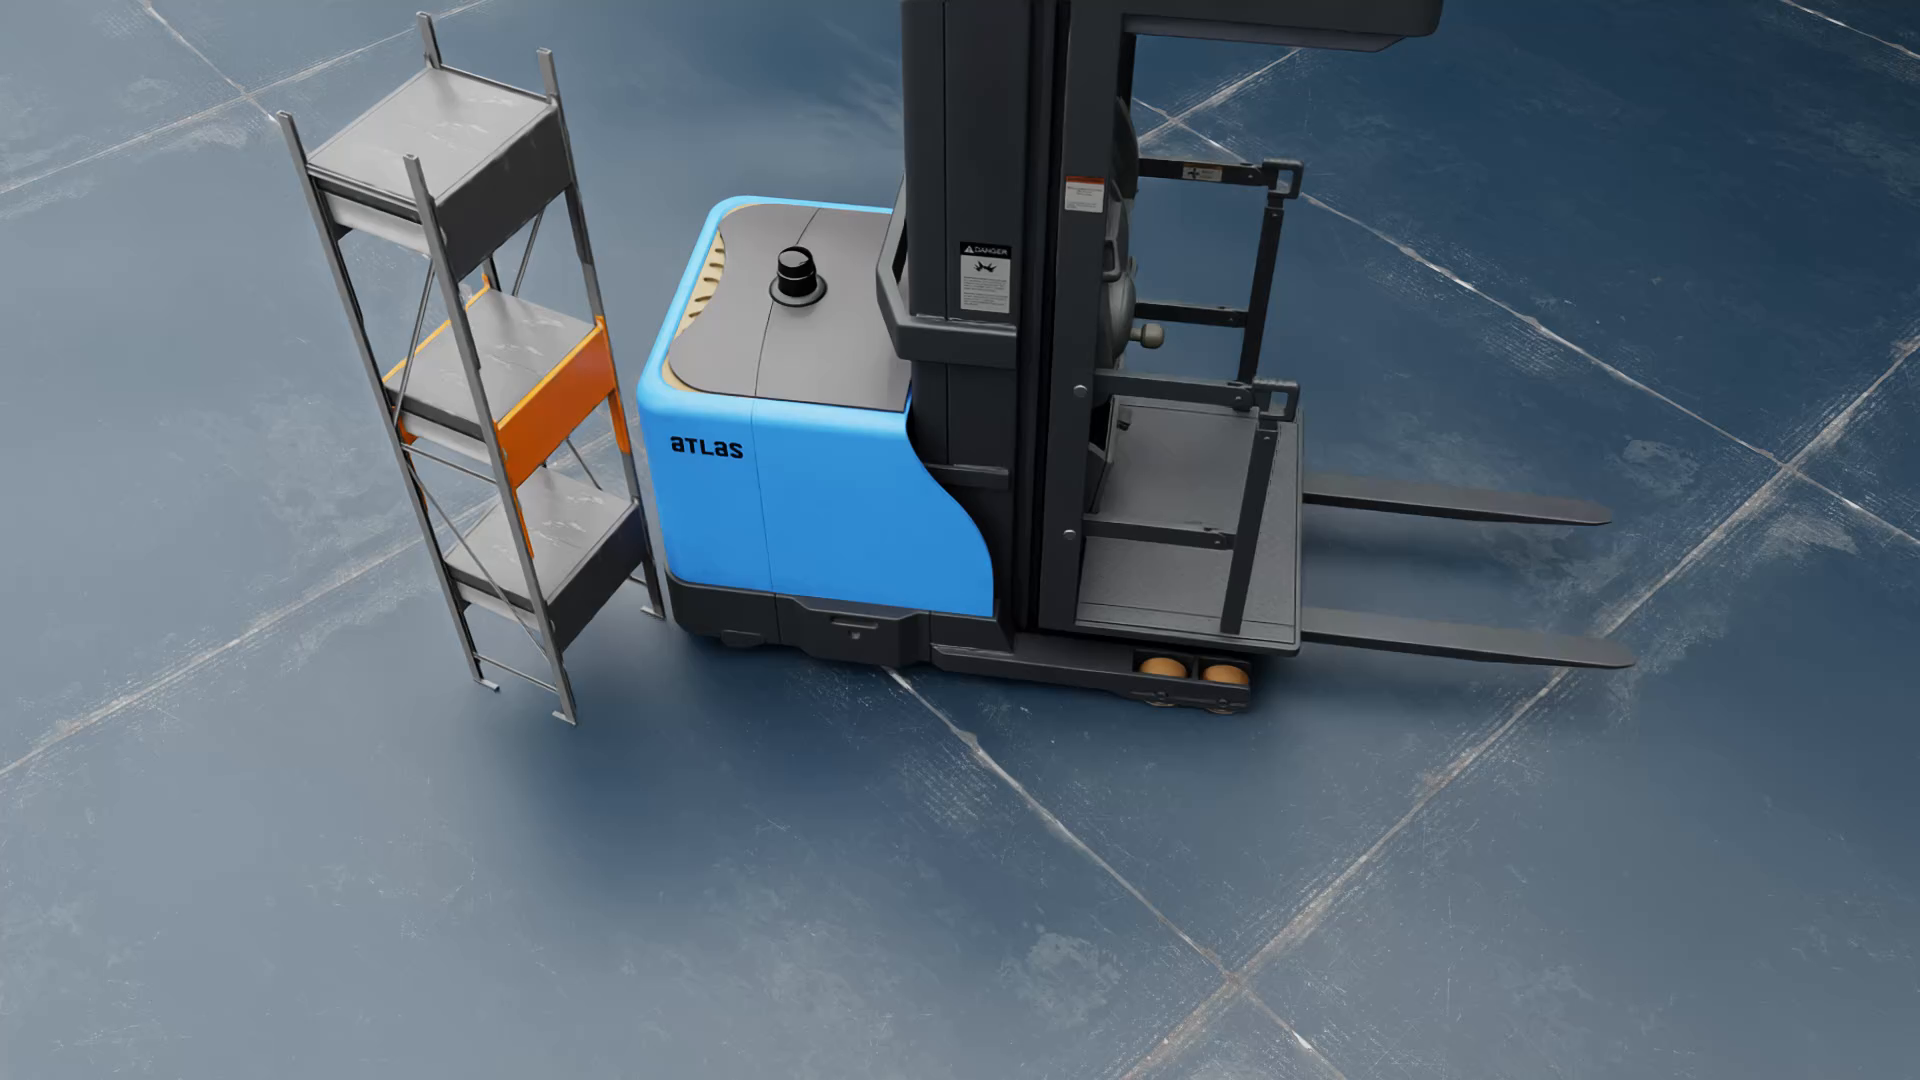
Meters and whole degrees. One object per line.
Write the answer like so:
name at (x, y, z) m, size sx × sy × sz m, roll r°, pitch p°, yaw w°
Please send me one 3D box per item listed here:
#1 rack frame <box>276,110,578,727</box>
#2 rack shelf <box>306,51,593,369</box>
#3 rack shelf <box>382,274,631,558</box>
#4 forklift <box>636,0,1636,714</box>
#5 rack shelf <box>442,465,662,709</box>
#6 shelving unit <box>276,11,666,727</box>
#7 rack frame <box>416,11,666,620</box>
rack frame at (-1.379, -0.199, 4.505) m, size 0.400 × 2.100 × 0.015 m, roll 21°, pitch 51°, yaw 18°
rack shelf at (-1.267, -0.824, 4.148) m, size 0.431 × 0.518 × 0.480 m, roll 21°, pitch 51°, yaw 18°
rack shelf at (-1.267, -0.349, 4.662) m, size 0.431 × 0.518 × 0.480 m, roll 21°, pitch 51°, yaw 18°
forklift at (0.624, -0.867, 4.556) m, size 3.031 × 2.935 × 1.130 m, roll 6°, pitch 48°, yaw 6°
rack shelf at (-1.267, 0.125, 5.177) m, size 0.431 × 0.518 × 0.480 m, roll 21°, pitch 51°, yaw 18°
shelving unit at (-1.267, -0.359, 4.652) m, size 0.431 × 2.100 × 0.503 m, roll 21°, pitch 51°, yaw 18°
rack frame at (-1.156, -0.518, 4.799) m, size 0.400 × 2.100 × 0.015 m, roll 21°, pitch 51°, yaw 18°
